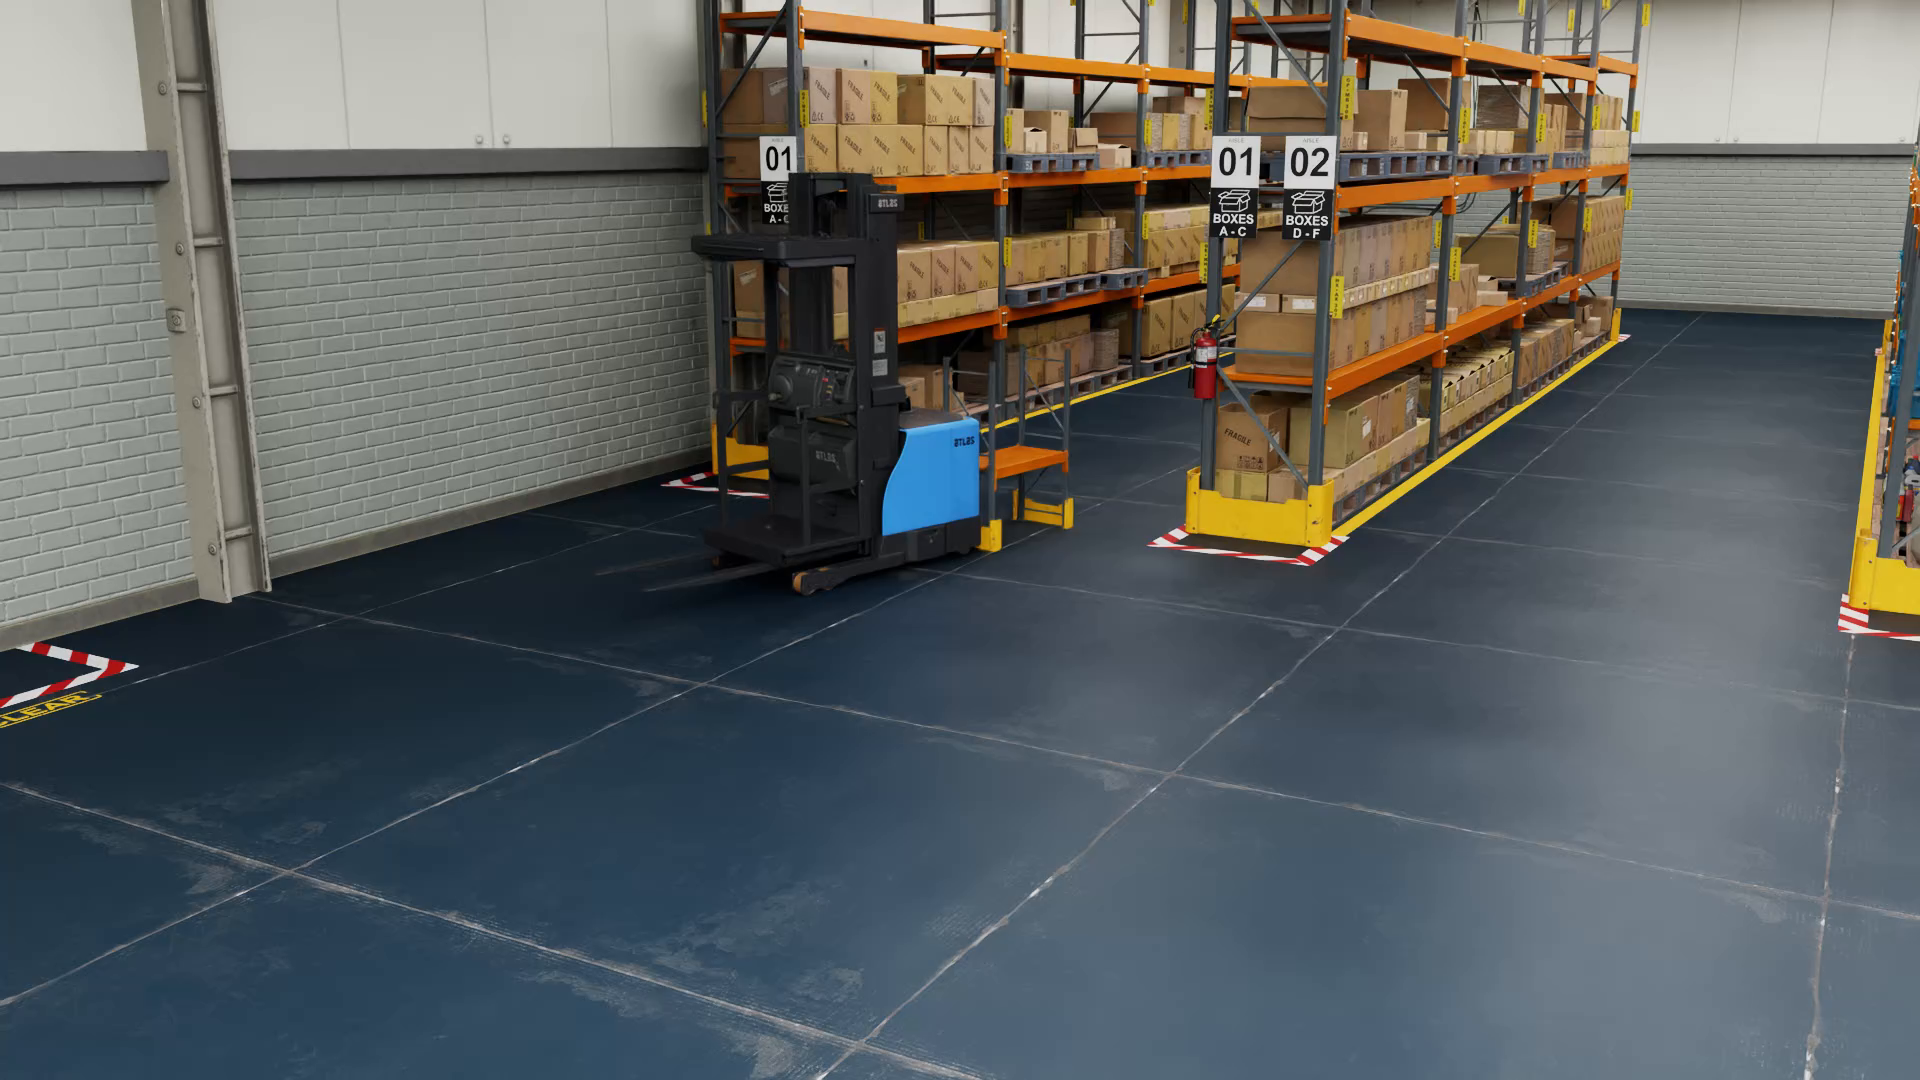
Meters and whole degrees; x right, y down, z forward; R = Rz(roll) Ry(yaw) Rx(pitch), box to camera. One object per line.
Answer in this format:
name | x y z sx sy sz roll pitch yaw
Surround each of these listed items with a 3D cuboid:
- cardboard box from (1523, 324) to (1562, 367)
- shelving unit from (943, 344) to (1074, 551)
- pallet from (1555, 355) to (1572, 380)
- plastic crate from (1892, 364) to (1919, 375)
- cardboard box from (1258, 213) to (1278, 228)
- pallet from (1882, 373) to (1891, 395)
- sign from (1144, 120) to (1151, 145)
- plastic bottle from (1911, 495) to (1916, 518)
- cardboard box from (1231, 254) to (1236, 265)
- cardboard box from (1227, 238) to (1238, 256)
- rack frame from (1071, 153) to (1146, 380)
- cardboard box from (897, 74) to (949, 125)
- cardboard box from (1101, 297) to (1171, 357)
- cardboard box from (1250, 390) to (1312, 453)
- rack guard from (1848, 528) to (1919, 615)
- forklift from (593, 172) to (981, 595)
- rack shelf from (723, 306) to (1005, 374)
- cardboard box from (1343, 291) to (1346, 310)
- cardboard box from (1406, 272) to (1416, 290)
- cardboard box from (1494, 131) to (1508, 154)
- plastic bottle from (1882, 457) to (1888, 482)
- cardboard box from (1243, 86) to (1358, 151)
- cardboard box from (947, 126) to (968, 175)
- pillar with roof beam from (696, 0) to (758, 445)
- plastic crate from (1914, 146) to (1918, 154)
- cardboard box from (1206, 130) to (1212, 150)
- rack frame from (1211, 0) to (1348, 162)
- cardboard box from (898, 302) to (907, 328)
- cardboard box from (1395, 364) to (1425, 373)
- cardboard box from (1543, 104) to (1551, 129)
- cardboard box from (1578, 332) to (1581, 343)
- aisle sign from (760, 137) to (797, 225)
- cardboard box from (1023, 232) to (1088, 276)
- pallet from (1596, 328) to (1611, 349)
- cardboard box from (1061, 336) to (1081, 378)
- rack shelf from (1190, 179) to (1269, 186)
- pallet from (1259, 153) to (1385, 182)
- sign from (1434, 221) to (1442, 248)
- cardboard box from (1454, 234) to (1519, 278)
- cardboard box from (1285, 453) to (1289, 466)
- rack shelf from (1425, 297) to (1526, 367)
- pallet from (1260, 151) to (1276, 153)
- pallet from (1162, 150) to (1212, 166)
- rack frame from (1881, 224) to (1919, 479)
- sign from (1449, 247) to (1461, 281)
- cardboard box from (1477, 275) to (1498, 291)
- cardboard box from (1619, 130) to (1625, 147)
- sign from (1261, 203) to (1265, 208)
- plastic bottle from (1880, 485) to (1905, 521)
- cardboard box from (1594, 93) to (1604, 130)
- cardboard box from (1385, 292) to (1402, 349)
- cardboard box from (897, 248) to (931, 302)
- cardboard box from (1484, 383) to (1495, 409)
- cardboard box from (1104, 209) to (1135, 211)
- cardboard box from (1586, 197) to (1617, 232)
cardboard box | 7.782 -2.623 22.410 0.500 0.500 0.500 8 16 29
shelving unit | 0.393 -0.778 13.561 0.587 1.500 1.083 11 17 37
pallet | 7.899 -2.435 23.183 1.003 0.211 1.213 7 15 28
plastic crate | 7.091 -1.135 12.157 0.499 0.251 0.408 7 15 28
cardboard box | 4.555 -4.927 26.929 0.980 0.700 0.700 7 15 27
pallet | 12.184 -1.891 20.925 1.003 0.211 1.213 7 15 28
sign | 2.461 -5.349 21.819 0.100 0.325 0.005 7 15 28
plastic bottle | 7.627 -0.285 13.346 0.097 0.201 0.097 0 14 0
cardboard box | 4.005 -4.308 25.498 0.380 0.149 0.250 8 15 29
cardboard box | 3.918 -4.602 25.331 0.500 0.500 0.500 7 15 27
rack frame | 1.987 -3.702 22.487 1.000 3.000 0.127 7 15 28
cardboard box | -0.451 -4.528 17.126 0.500 0.500 0.500 7 15 26
cardboard box | 2.457 -2.997 23.254 0.750 0.750 0.750 7 15 27
cardboard box | 2.927 -1.082 14.994 0.500 0.500 0.500 7 15 28
rack guard | 6.788 0.256 11.403 1.175 0.500 0.348 7 15 28
forklift | -1.248 -1.167 12.119 3.031 2.935 1.130 -13 18 -42
rack shelf | -0.914 -2.121 17.466 1.077 0.370 4.000 7 15 28
cardboard box | 2.961 -1.974 13.725 0.380 0.149 0.250 7 15 27
cardboard box | 4.076 -2.446 15.681 0.380 0.149 0.250 7 15 28
cardboard box | 5.917 -4.522 18.912 0.500 0.250 0.500 8 16 30
plastic bottle | 8.188 -0.630 14.631 0.097 0.271 0.097 0 14 0
cardboard box | 2.739 -3.398 13.412 0.797 0.503 0.637 9 16 32
cardboard box | -0.230 -4.164 17.747 0.500 0.500 0.500 6 15 23
pillar with roof beam | 1.469 -4.731 13.955 9.100 9.000 0.400 7 15 28
plastic crate | 13.185 -5.201 22.561 0.437 0.282 0.530 7 15 28
cardboard box | 3.399 -6.075 24.779 0.700 0.500 0.500 6 15 25
rack frame | 2.458 -4.416 12.651 1.000 3.000 0.127 7 15 28
cardboard box | -0.877 -2.273 16.840 0.500 0.250 0.500 7 15 27
cardboard box | 4.826 -1.786 18.315 0.500 0.311 0.500 7 15 28
cardboard box | 7.308 -5.352 21.612 0.600 0.600 0.600 7 15 26
cardboard box | 9.060 -3.038 24.843 0.380 0.166 0.250 7 15 28
aisle sign | -1.653 -3.275 15.172 0.394 0.787 0.004 7 15 28
cardboard box | 1.186 -3.608 20.949 0.700 0.500 0.500 7 15 28
pallet | 9.771 -3.247 26.554 1.003 0.211 1.213 7 15 28
cardboard box | 1.118 -2.349 21.272 0.700 0.500 0.500 7 15 28
rack shelf | 4.887 -6.041 27.326 1.077 0.370 4.000 7 15 28
pallet | 2.822 -3.057 13.603 1.003 0.211 1.213 7 15 28
sign | 5.845 -3.725 20.283 0.100 0.325 0.005 7 15 28
cardboard box | 6.531 -3.536 20.691 0.700 0.500 0.500 2 14 9
cardboard box | 2.689 -0.615 14.654 0.500 0.250 0.500 7 15 28
rack shelf | 5.358 -2.381 18.545 1.077 0.370 4.000 7 15 28
pallet | 4.325 -6.104 26.242 1.003 0.211 1.213 7 15 28
pallet | 3.521 -5.694 24.759 0.805 0.209 1.217 7 15 26
rack frame | 8.726 -1.758 14.428 1.000 3.000 0.127 7 15 28
sign | 4.878 -2.717 16.388 0.100 0.325 0.005 7 15 28
cardboard box | 6.111 -3.028 19.884 0.500 0.311 0.500 9 16 32
cardboard box | 9.926 -6.174 25.595 0.500 0.250 0.500 7 15 28
sign | 5.371 -5.866 29.451 0.100 0.325 0.005 7 15 28
plastic bottle | 7.442 -0.303 13.262 0.152 0.276 0.135 8 15 28
cardboard box | 8.826 -6.145 23.877 0.700 0.500 0.500 7 15 28
cardboard box | 3.687 -2.066 15.489 0.700 0.500 0.500 8 16 29
cardboard box | -0.645 -2.738 17.169 0.500 0.500 0.500 8 16 30
cardboard box | 5.792 -1.664 19.006 0.500 0.250 0.500 8 16 29
cardboard box | 2.233 -4.497 23.298 0.500 0.250 0.500 7 15 26
cardboard box | 9.728 -4.984 25.460 0.500 0.500 0.500 8 16 30
